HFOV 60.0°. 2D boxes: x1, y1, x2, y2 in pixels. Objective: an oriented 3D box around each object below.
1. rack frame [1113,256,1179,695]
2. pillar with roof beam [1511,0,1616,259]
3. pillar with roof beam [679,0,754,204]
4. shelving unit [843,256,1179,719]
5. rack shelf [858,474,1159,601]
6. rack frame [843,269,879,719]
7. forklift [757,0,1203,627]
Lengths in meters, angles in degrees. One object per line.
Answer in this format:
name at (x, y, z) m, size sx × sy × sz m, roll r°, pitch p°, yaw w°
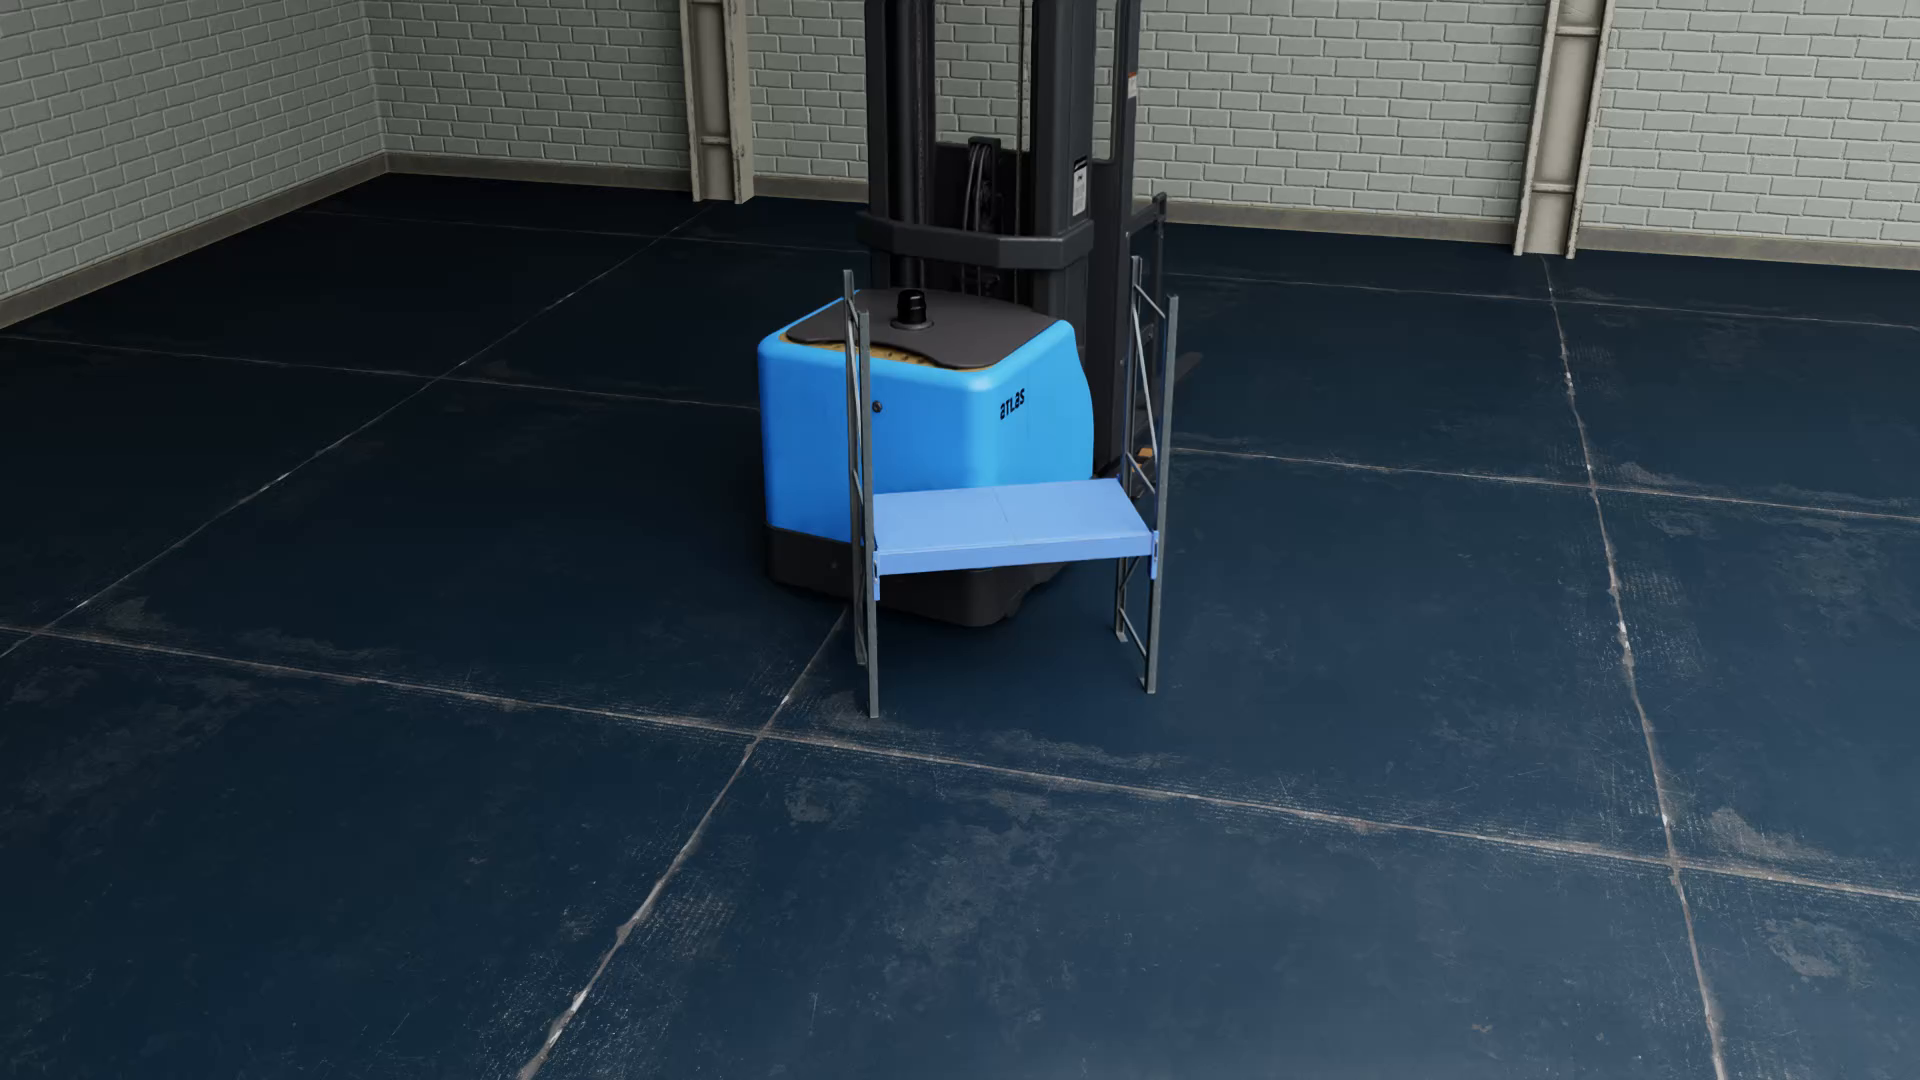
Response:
rack frame at (0.657, -0.219, 5.964) m, size 0.032 × 1.500 × 0.500 m, roll -4°, pitch 26°, yaw -9°
pillar with roof beam at (2.927, -4.257, 5.723) m, size 0.400 × 9.000 × 9.100 m, roll 6°, pitch 26°, yaw 13°
pillar with roof beam at (-2.884, -4.899, 7.072) m, size 0.400 × 9.000 × 9.100 m, roll 6°, pitch 26°, yaw 13°
shelving unit at (0.155, -0.183, 5.887) m, size 1.048 × 1.500 × 0.538 m, roll -4°, pitch 26°, yaw -9°
rack shelf at (0.155, -0.020, 5.965) m, size 1.000 × 0.185 × 0.538 m, roll -4°, pitch 26°, yaw -9°
rack frame at (-0.346, -0.146, 5.811) m, size 0.032 × 1.500 × 0.500 m, roll -4°, pitch 26°, yaw -9°
forklift at (0.311, -1.592, 7.184) m, size 1.130 × 2.935 × 3.031 m, roll 12°, pitch 28°, yaw 24°
